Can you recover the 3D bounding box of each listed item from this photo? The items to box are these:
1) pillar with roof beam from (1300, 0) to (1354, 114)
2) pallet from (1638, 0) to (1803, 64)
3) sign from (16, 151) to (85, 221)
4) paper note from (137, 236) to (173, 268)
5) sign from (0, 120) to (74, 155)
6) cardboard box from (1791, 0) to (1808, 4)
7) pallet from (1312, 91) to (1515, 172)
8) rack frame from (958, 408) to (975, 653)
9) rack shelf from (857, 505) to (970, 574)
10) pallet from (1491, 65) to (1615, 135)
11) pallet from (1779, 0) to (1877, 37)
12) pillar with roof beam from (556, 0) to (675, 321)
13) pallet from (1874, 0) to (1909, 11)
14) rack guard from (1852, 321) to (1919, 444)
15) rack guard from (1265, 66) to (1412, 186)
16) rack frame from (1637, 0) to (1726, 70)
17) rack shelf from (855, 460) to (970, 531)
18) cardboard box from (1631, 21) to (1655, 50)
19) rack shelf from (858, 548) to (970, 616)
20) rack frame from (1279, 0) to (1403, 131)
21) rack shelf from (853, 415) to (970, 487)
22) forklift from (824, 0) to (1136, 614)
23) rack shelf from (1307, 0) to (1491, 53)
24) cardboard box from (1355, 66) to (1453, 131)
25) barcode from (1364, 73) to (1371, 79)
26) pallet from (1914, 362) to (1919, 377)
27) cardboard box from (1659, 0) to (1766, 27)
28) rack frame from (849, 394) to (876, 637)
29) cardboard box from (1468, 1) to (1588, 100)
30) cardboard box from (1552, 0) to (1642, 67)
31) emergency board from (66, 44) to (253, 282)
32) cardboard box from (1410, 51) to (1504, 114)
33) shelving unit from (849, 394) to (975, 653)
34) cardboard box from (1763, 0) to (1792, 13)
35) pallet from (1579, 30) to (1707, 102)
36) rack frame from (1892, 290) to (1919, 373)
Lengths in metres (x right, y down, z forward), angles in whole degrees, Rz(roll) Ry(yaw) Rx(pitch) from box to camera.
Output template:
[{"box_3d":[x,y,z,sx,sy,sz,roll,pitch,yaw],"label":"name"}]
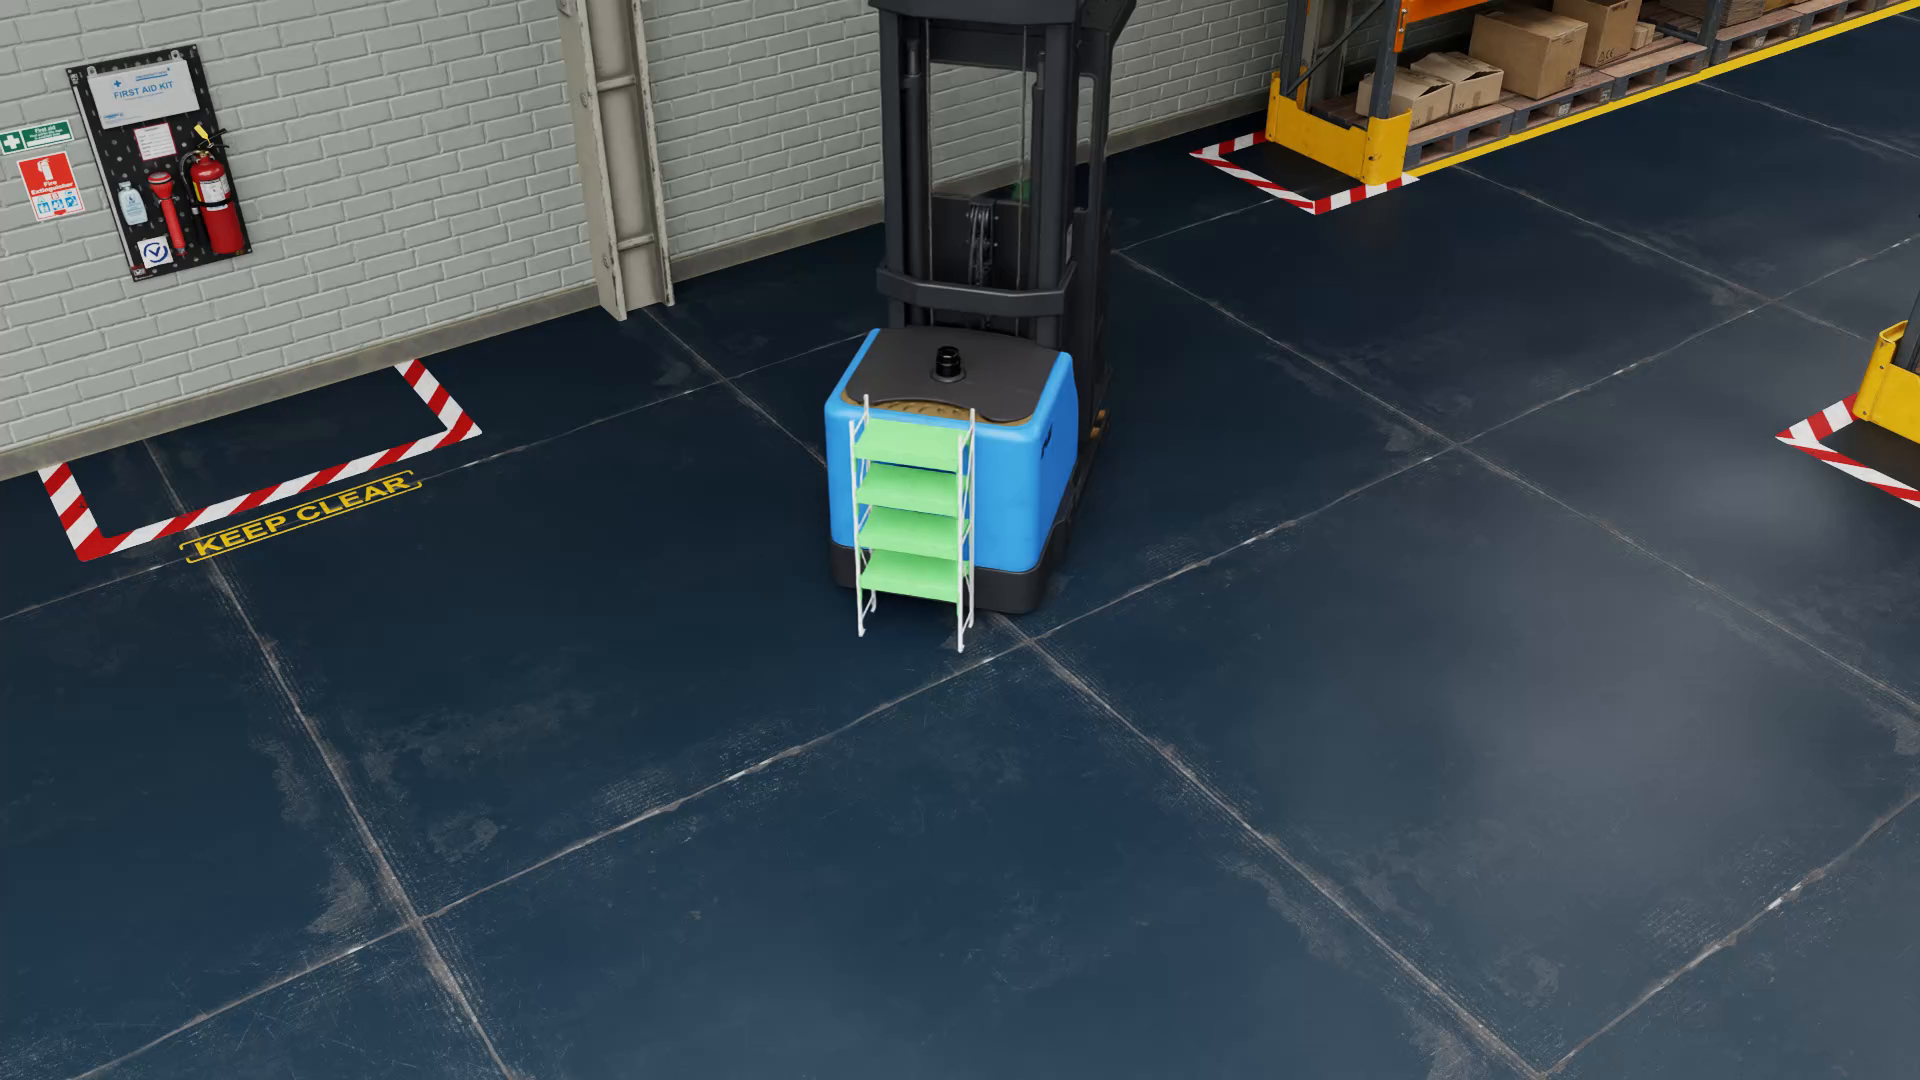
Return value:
[{"box_3d":[5.310,-5.136,7.997,0.400,9.000,9.100,-22,41,-28],"label":"pillar with roof beam"},{"box_3d":[6.661,-4.583,14.754,1.213,0.211,1.003,-22,41,-28],"label":"pallet"},{"box_3d":[-4.628,-1.802,8.469,0.234,0.329,0.001,-22,41,-28],"label":"sign"},{"box_3d":[-4.301,-1.540,8.890,0.142,0.148,0.016,-22,41,-28],"label":"paper note"},{"box_3d":[-4.619,-2.014,8.310,0.331,0.109,0.001,-22,41,-28],"label":"sign"},{"box_3d":[7.452,-5.222,15.019,0.500,0.500,0.700,-22,41,-27],"label":"cardboard box"},{"box_3d":[3.503,-3.257,12.911,1.213,0.211,1.003,-22,41,-28],"label":"pallet"},{"box_3d":[0.029,-0.025,7.570,0.015,1.200,0.240,8,37,11],"label":"rack frame"},{"box_3d":[-0.208,-0.007,7.655,0.480,0.148,0.258,8,37,11],"label":"rack shelf"},{"box_3d":[4.499,-3.665,13.478,1.213,0.211,1.003,-22,41,-28],"label":"pallet"},{"box_3d":[7.659,-4.995,15.328,1.213,0.211,1.003,-22,41,-28],"label":"pallet"},{"box_3d":[0.406,-3.118,5.191,0.400,9.000,9.100,-22,41,-28],"label":"pillar with roof beam"},{"box_3d":[8.656,-5.403,15.896,1.213,0.211,1.003,-22,41,-28],"label":"pallet"},{"box_3d":[5.593,-0.721,9.138,0.348,0.500,1.175,-22,41,-28],"label":"rack guard"},{"box_3d":[2.818,-3.118,12.470,0.348,0.500,1.175,-22,41,-28],"label":"rack guard"},{"box_3d":[6.026,-5.452,13.575,0.127,3.000,1.000,-22,41,-28],"label":"rack frame"},{"box_3d":[-0.208,-0.202,7.515,0.480,0.148,0.258,8,37,11],"label":"rack shelf"},{"box_3d":[5.606,-4.286,14.004,0.250,0.166,0.380,-28,44,-33],"label":"cardboard box"},{"box_3d":[-0.208,0.188,7.795,0.480,0.148,0.258,8,37,11],"label":"rack shelf"},{"box_3d":[2.756,-4.107,11.704,0.127,3.000,1.000,-22,41,-28],"label":"rack frame"},{"box_3d":[-0.208,-0.397,7.375,0.480,0.148,0.258,8,37,11],"label":"rack shelf"},{"box_3d":[0.226,-1.697,8.413,1.130,2.935,3.031,9,37,12],"label":"forklift"},{"box_3d":[4.391,-4.487,12.850,4.000,0.370,1.077,-22,41,-28],"label":"rack shelf"},{"box_3d":[3.373,-3.384,12.625,0.500,0.311,0.500,-28,44,-33],"label":"cardboard box"},{"box_3d":[3.158,-3.584,12.896,0.075,0.075,0.001,-22,41,-28],"label":"barcode"},{"box_3d":[6.214,-0.889,9.619,1.213,0.211,1.003,-22,41,-28],"label":"pallet"},{"box_3d":[6.618,-4.871,14.532,0.500,0.500,0.700,-21,41,-26],"label":"cardboard box"},{"box_3d":[-0.445,-0.094,7.666,0.015,1.200,0.240,8,37,11],"label":"rack frame"},{"box_3d":[4.468,-3.875,13.146,0.500,0.500,0.700,-25,43,-31],"label":"cardboard box"},{"box_3d":[5.200,-4.248,13.665,0.500,0.500,0.500,-26,43,-31],"label":"cardboard box"},{"box_3d":[-4.116,-1.924,8.669,0.643,1.169,0.194,-22,41,-28],"label":"emergency board"},{"box_3d":[3.839,-3.575,12.892,0.500,0.311,0.500,-19,40,-24],"label":"cardboard box"},{"box_3d":[-0.208,-0.059,7.618,0.503,1.200,0.258,8,37,11],"label":"shelving unit"},{"box_3d":[7.011,-5.069,14.807,0.500,0.500,0.700,-23,42,-29],"label":"cardboard box"},{"box_3d":[5.497,-4.077,14.052,1.213,0.211,1.003,-22,41,-28],"label":"pallet"},{"box_3d":[5.613,-1.744,8.419,0.127,3.000,1.000,-22,41,-28],"label":"rack frame"}]
